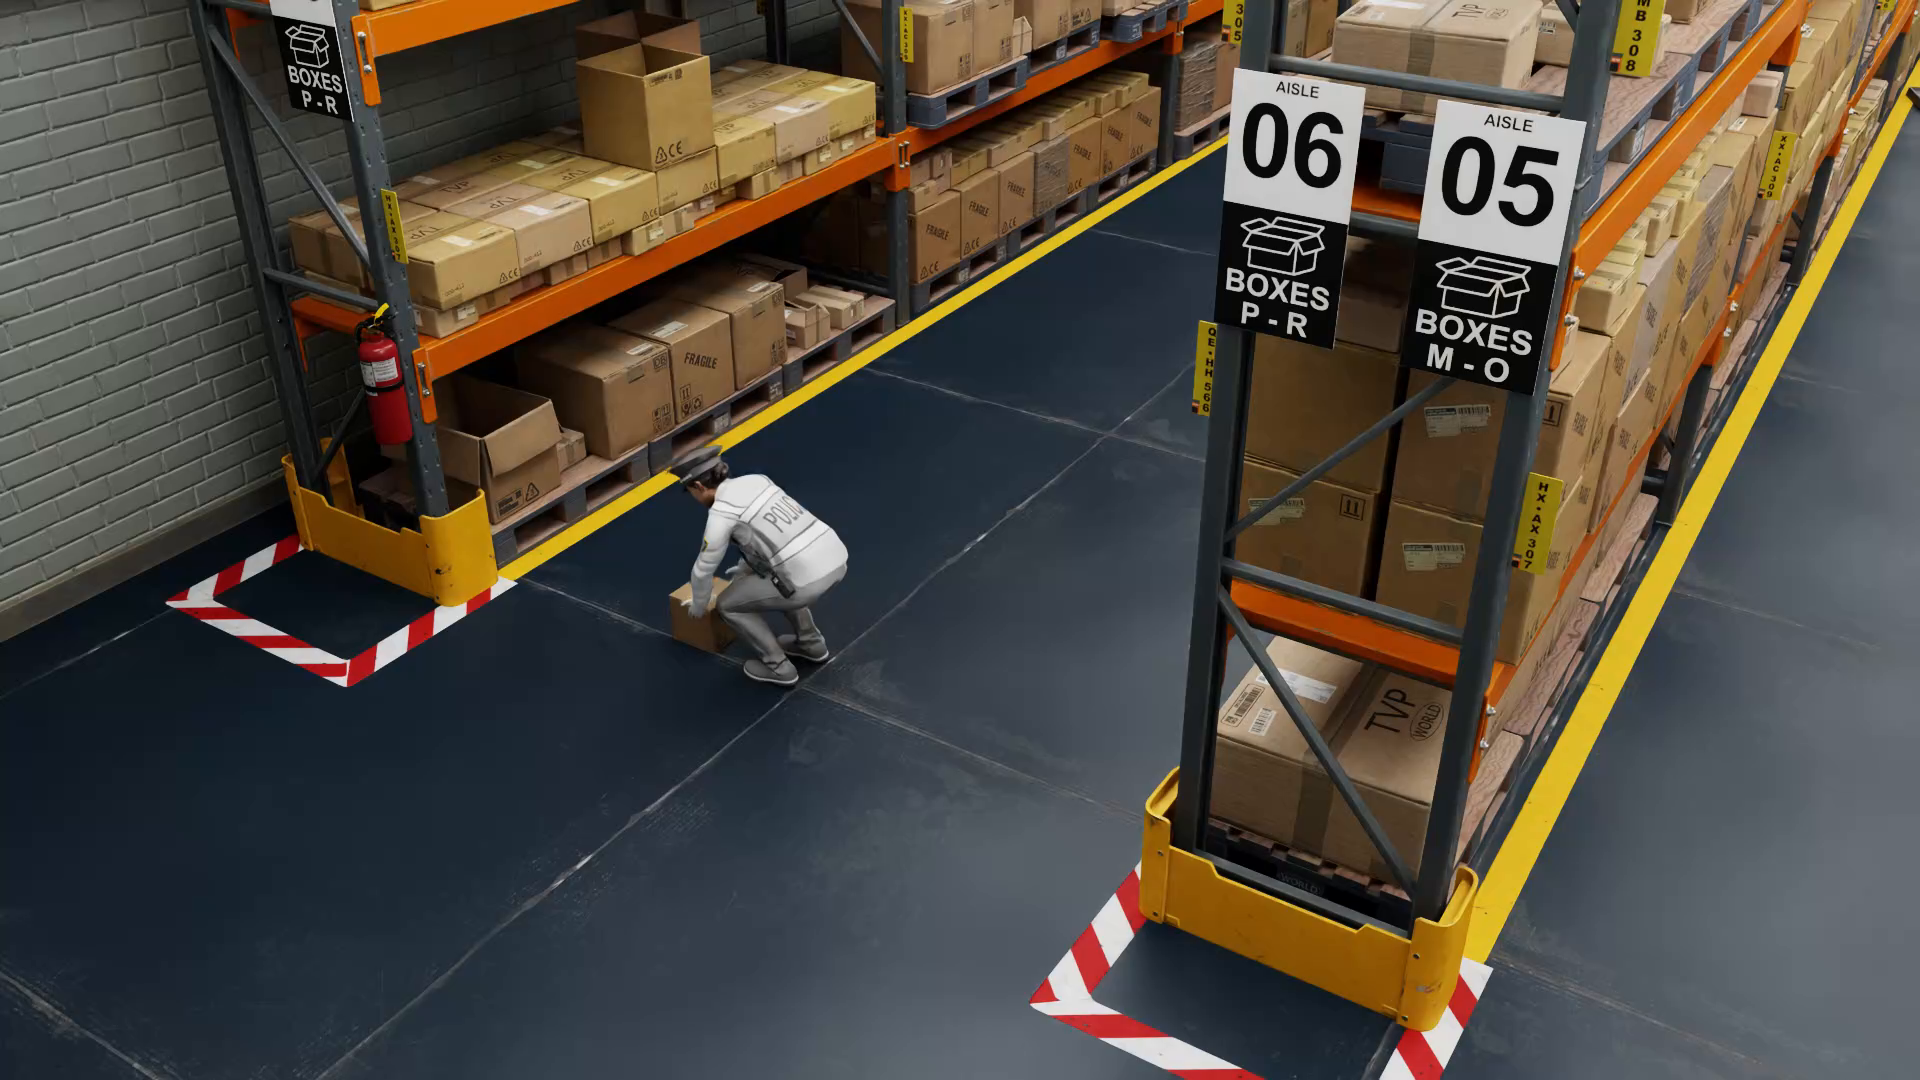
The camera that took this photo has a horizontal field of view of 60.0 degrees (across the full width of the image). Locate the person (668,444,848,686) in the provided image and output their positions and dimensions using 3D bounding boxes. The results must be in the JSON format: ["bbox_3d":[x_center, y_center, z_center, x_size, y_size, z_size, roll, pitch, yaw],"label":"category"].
[{"bbox_3d":[-0.918,0.111,7.526,0.827,1.075,0.505,18,35,27],"label":"person"}]
